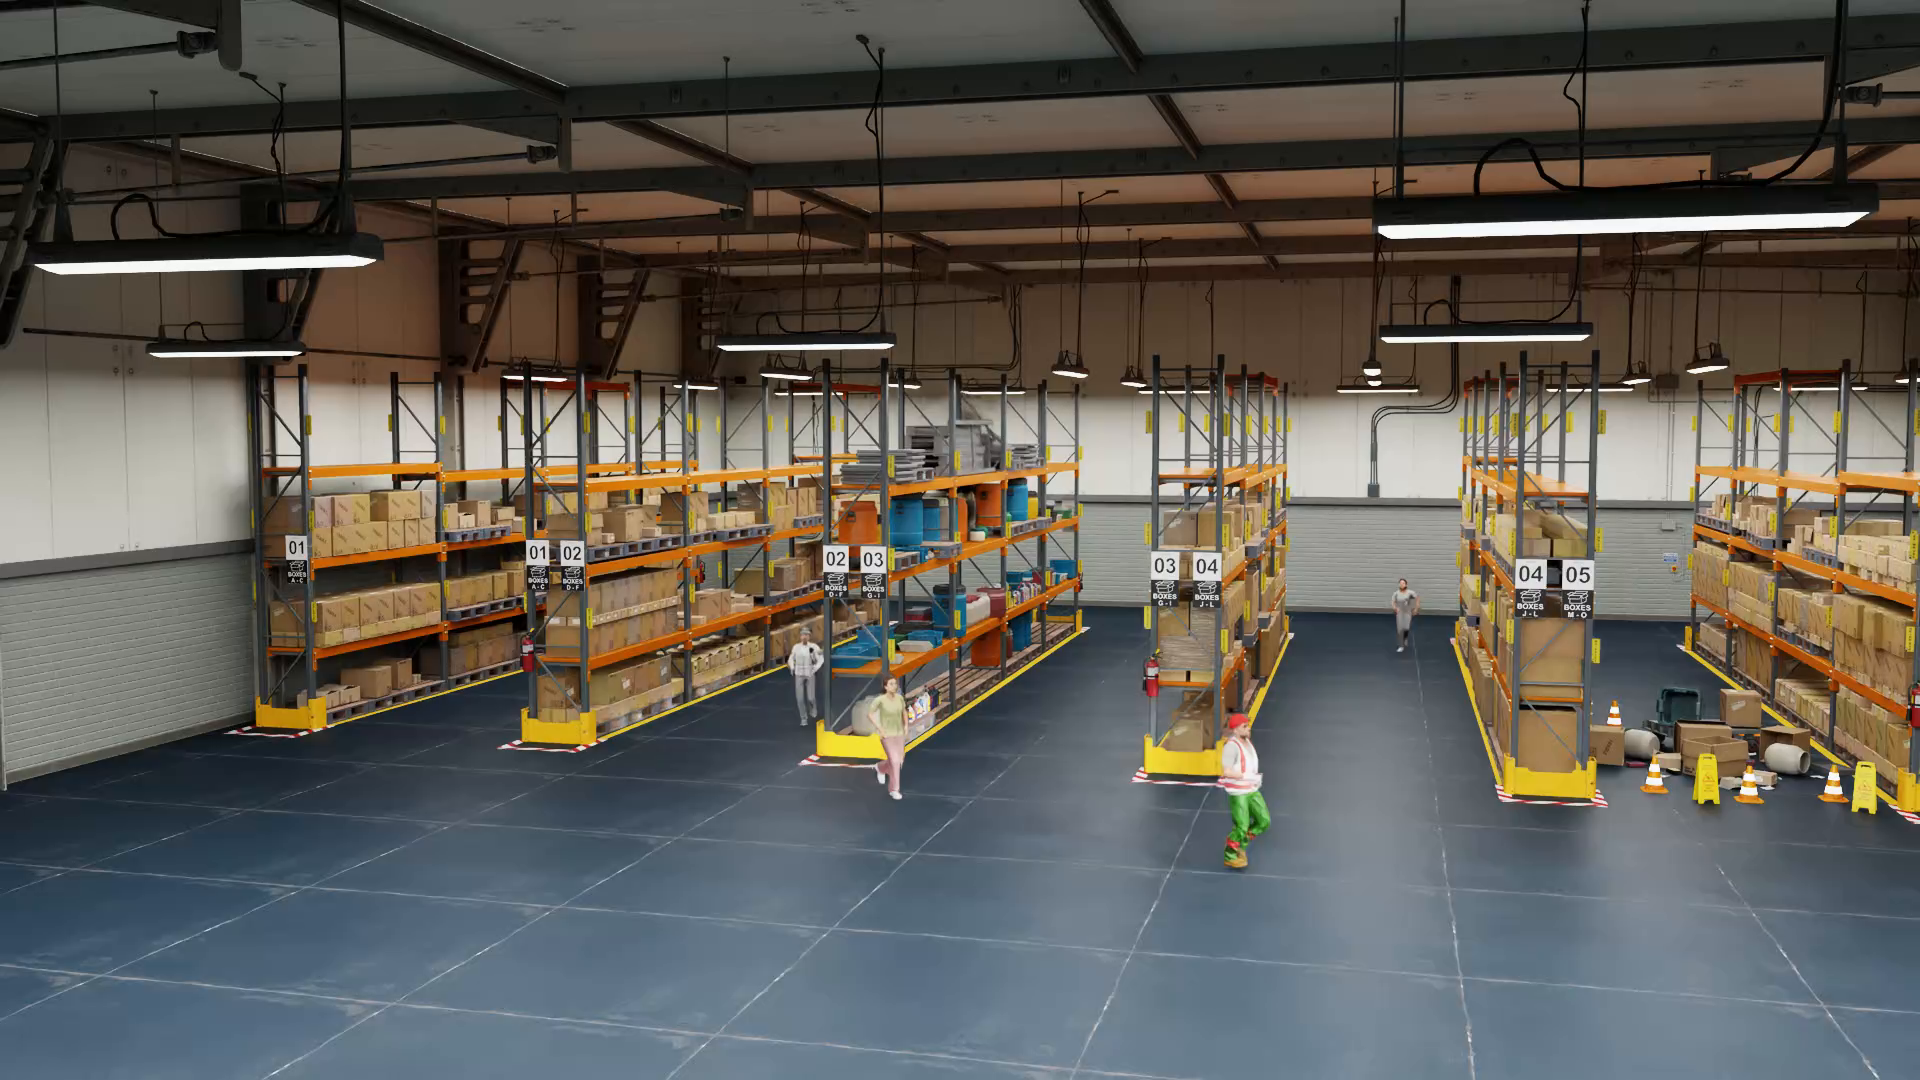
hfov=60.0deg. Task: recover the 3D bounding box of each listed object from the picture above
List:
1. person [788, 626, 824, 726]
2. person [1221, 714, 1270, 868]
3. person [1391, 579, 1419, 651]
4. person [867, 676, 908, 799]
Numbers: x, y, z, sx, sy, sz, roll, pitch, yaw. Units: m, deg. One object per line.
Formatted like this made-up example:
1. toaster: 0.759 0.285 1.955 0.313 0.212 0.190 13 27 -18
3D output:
1. person: -2.586 2.259 27.811 0.614 1.647 0.560 0 4 5
2. person: 3.226 2.825 18.659 0.601 1.746 0.641 4 5 44
3. person: 9.800 1.664 36.683 0.596 1.626 0.651 2 4 23
4. person: -0.980 2.640 22.531 0.599 1.642 0.714 -3 5 -36
